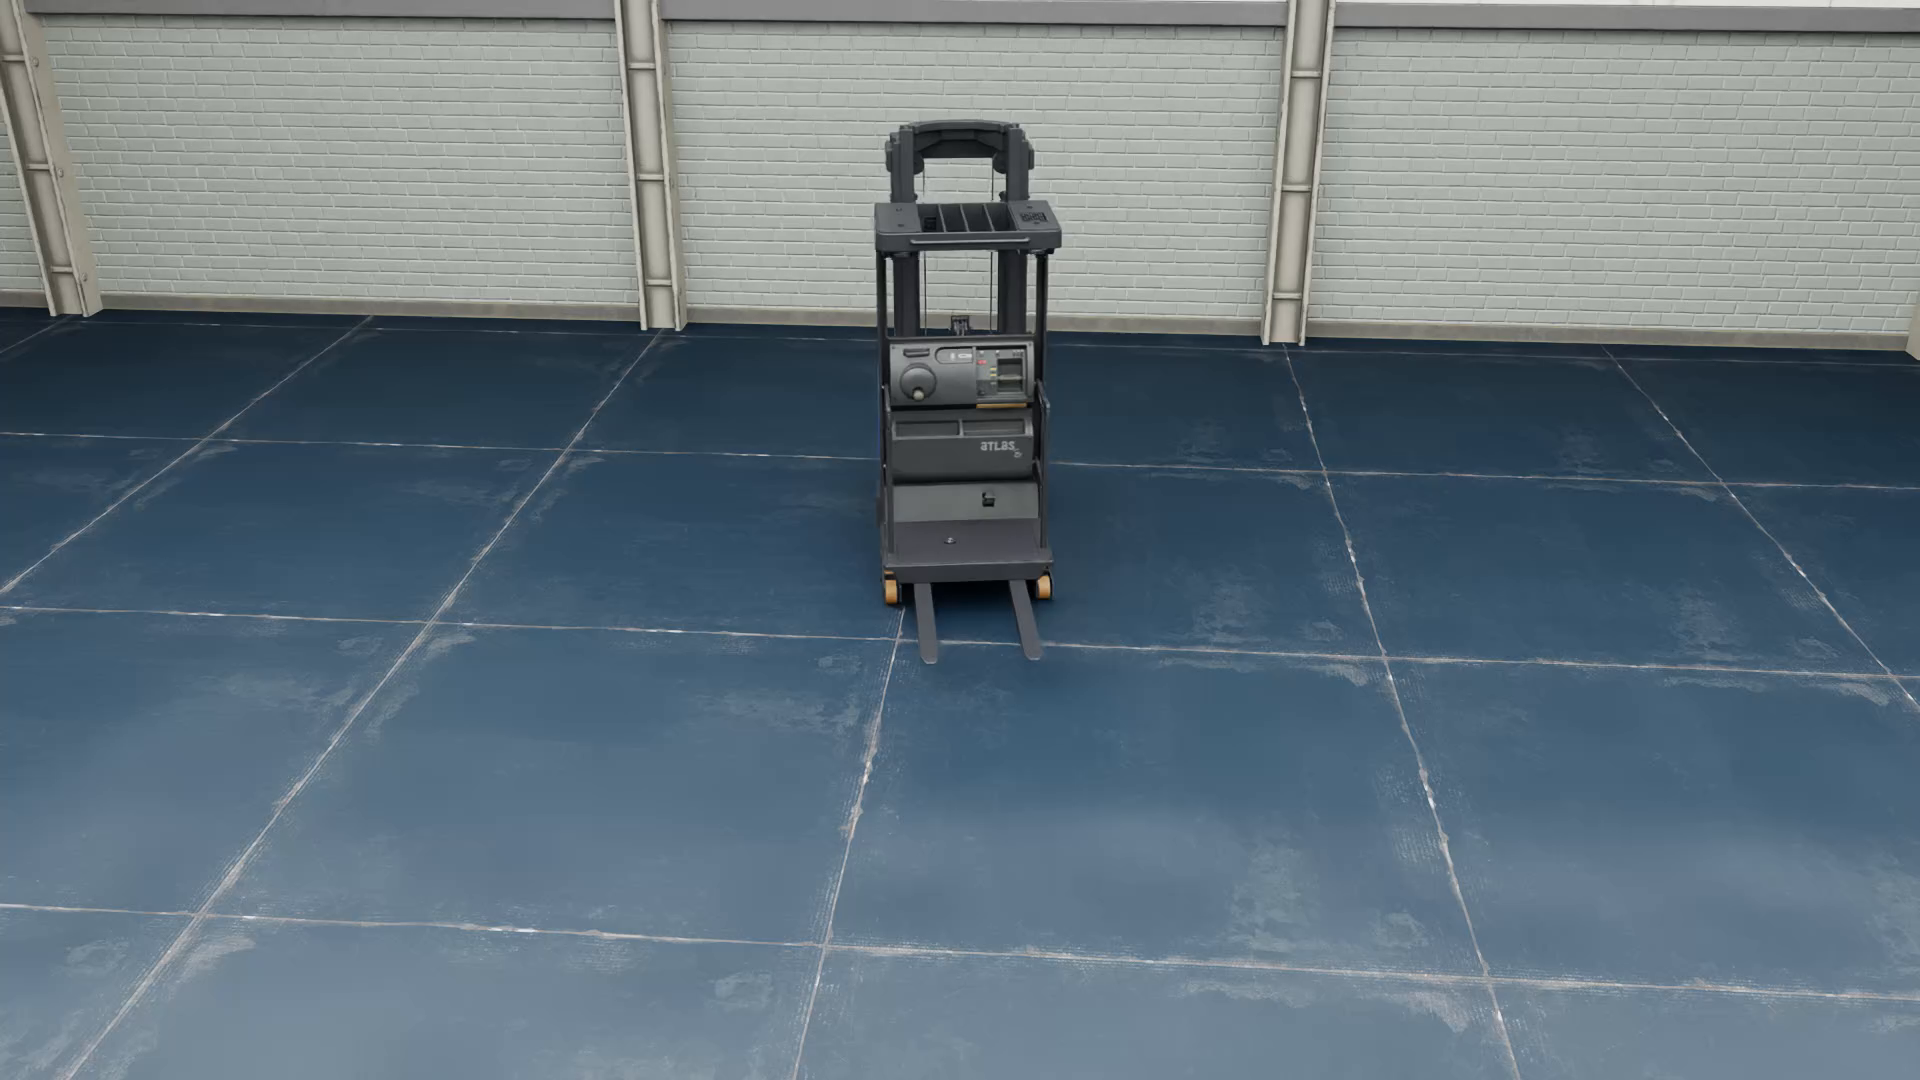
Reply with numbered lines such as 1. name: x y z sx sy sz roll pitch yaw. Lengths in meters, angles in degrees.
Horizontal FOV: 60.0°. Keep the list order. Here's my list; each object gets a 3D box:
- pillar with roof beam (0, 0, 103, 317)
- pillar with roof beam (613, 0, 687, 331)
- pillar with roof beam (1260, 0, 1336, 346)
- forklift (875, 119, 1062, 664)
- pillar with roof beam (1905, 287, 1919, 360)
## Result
1. pillar with roof beam: -9.212 -4.591 10.961 0.400 9.000 9.100 2 25 4
2. pillar with roof beam: -3.229 -4.399 10.544 0.400 9.000 9.100 2 25 4
3. pillar with roof beam: 2.753 -4.207 10.127 0.400 9.000 9.100 2 25 4
4. forklift: 0.031 -1.054 10.533 1.130 2.935 3.031 -2 25 -3
5. pillar with roof beam: 8.735 -4.015 9.709 0.400 9.000 9.100 2 25 4
